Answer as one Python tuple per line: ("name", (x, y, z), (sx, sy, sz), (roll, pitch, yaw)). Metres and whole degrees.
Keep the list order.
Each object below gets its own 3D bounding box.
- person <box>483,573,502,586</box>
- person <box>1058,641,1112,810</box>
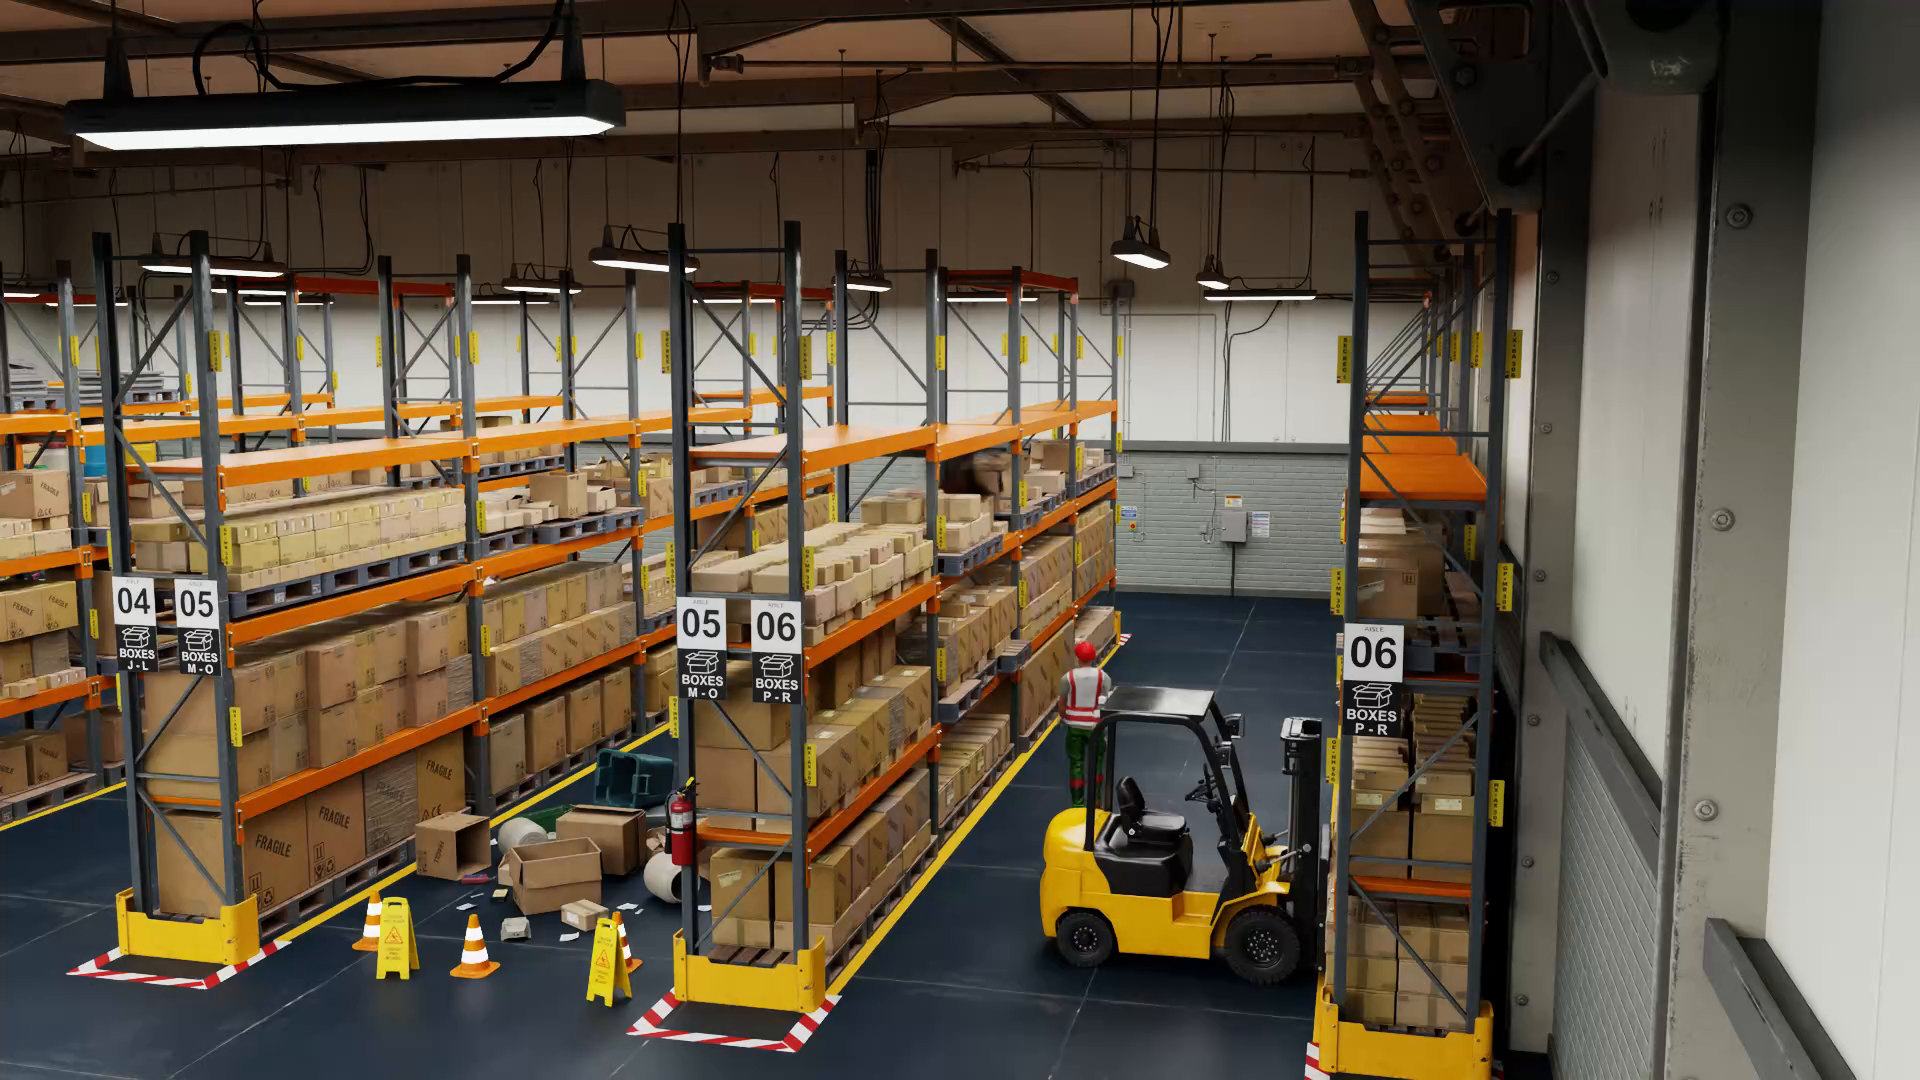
("person", (-6.951, 1.223, 25.079), (0.471, 1.773, 0.644), (1, 7, 6))
("person", (1.283, 1.949, 17.110), (0.583, 1.865, 0.515), (1, 7, 9))
